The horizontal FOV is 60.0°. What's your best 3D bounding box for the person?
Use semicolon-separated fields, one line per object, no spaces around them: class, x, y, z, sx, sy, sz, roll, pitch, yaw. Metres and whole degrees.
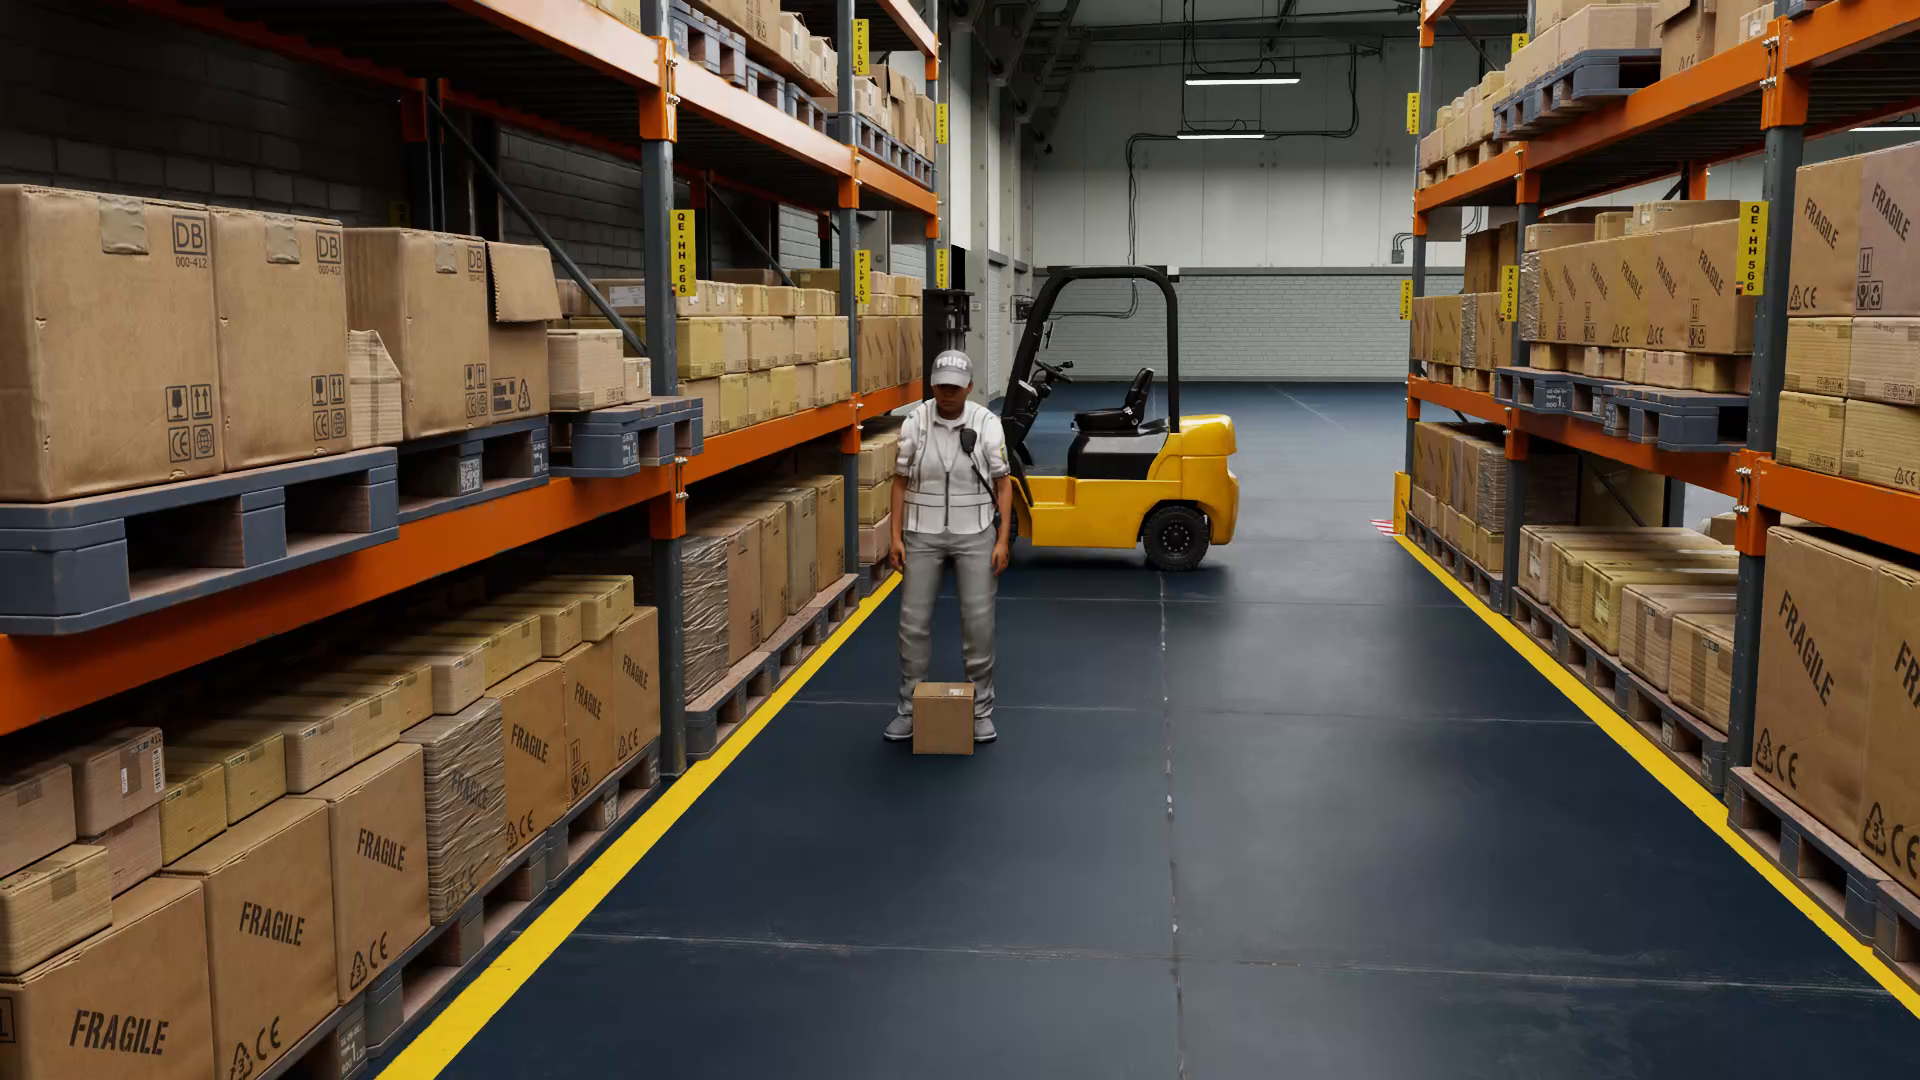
person;-0.050;0.020;7.126;0.539;1.667;0.465;1;8;7
